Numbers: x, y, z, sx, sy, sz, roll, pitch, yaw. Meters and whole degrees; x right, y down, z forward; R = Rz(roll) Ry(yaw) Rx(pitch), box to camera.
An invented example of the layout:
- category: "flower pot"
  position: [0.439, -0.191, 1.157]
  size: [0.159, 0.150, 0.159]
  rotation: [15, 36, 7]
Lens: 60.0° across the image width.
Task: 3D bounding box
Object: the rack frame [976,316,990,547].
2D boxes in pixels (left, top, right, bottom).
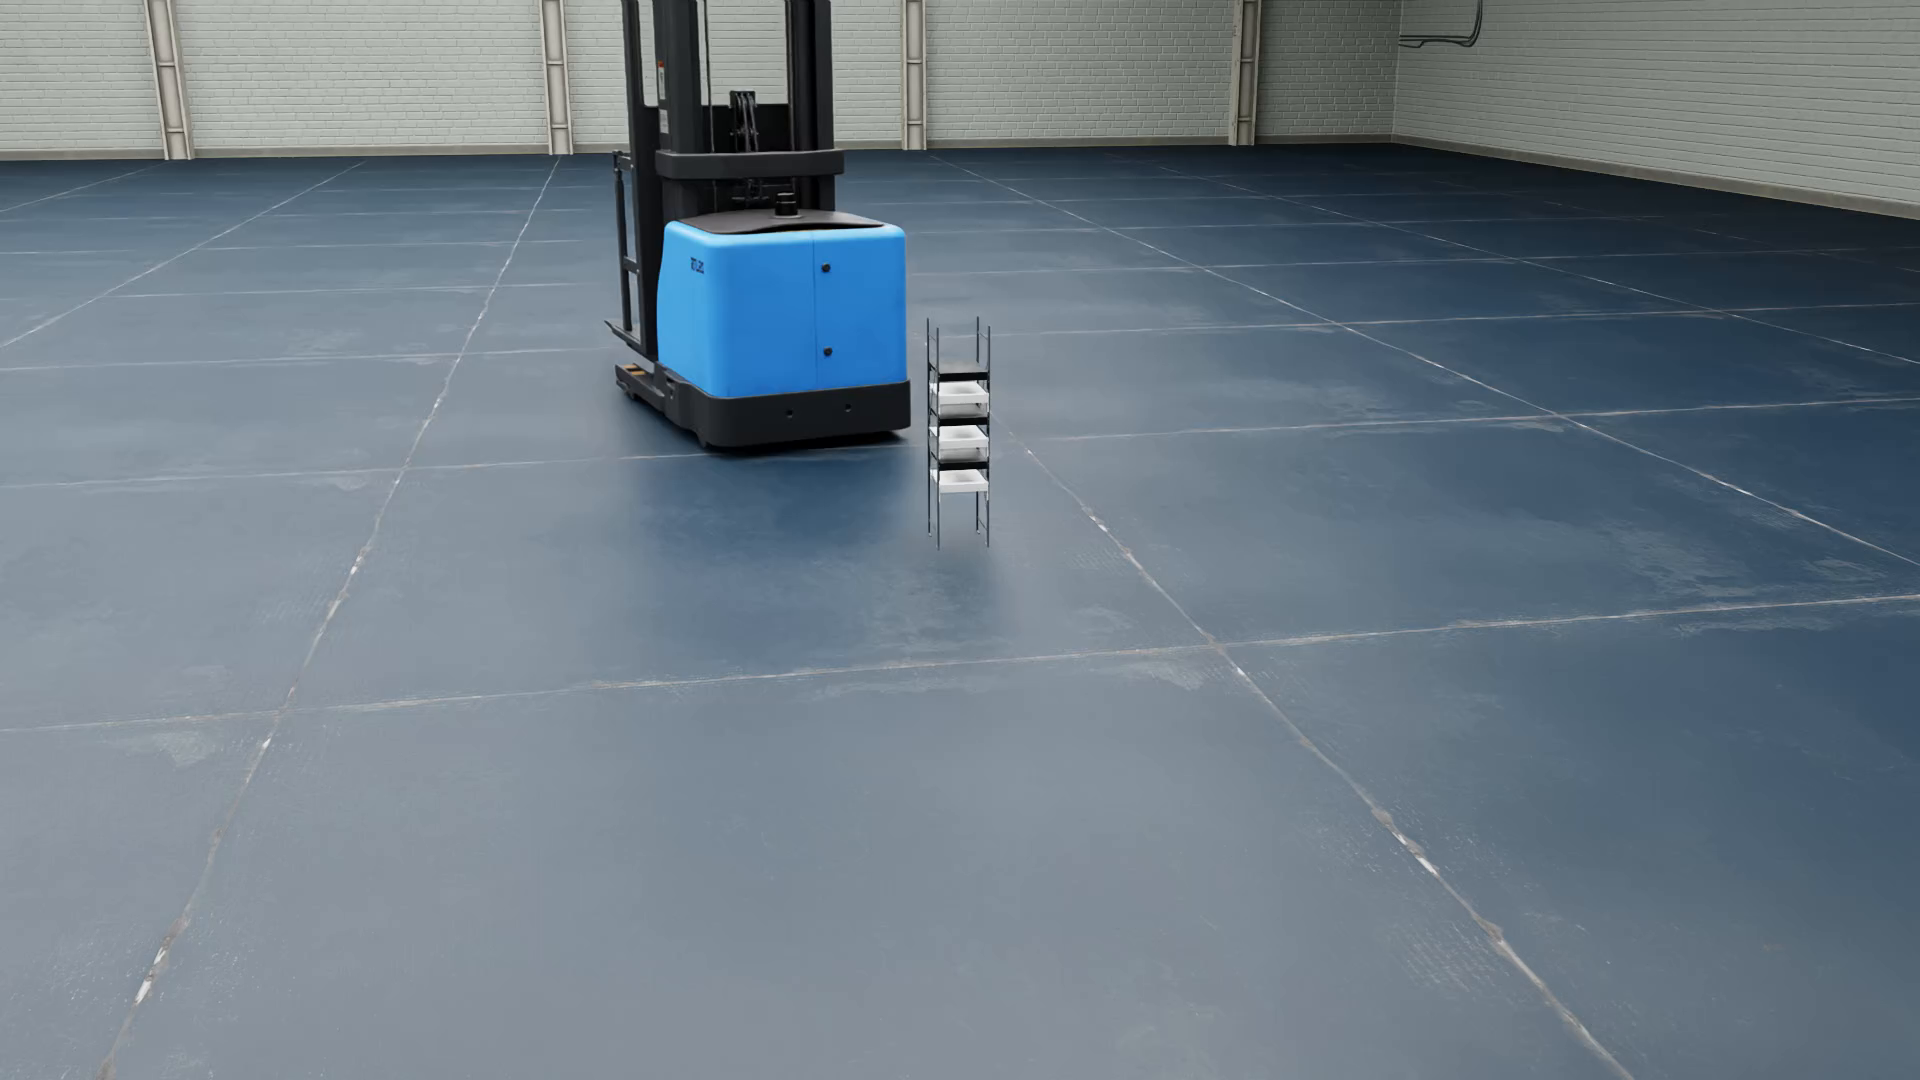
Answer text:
- category: "rack frame"
  position: [0.092, -0.435, 6.697]
  size: [0.006, 0.900, 0.240]
  rotation: [-3, 17, -10]

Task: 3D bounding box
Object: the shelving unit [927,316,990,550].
- category: "shelving unit"
  position: [-0.008, -0.430, 6.678]
  size: [0.210, 0.900, 0.258]
  rotation: [-3, 17, -10]

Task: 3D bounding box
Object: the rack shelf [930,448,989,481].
- category: "rack shelf"
  position: [-0.008, -0.312, 6.714]
  size: [0.200, 0.077, 0.258]
  rotation: [-3, 17, -10]

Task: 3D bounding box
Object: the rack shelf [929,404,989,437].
- category: "rack shelf"
  position: [-0.008, -0.484, 6.662]
  size: [0.200, 0.077, 0.258]
  rotation: [-3, 17, -10]

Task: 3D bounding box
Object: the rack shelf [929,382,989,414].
- category: "rack shelf"
  position: [-0.008, -0.570, 6.635]
  size: [0.200, 0.077, 0.258]
  rotation: [-3, 17, -10]

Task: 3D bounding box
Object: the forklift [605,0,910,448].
- category: "forklift"
  position: [-1.330, -2.239, 9.108]
  size: [1.130, 2.935, 3.031]
  rotation: [-8, 19, -24]

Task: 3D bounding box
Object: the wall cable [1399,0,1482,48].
- category: "wall cable"
  position: [8.233, -9.755, 28.533]
  size: [0.112, 2.526, 3.097]
  rotation: [-3, 17, -10]

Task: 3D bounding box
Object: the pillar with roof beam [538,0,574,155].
- category: "pillar with roof beam"
  position: [-5.876, -9.547, 22.567]
  size: [0.400, 9.000, 9.100]
  rotation: [-3, 17, -10]

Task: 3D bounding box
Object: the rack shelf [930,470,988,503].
- category: "rack shelf"
  position: [-0.008, -0.226, 6.741]
  size: [0.200, 0.077, 0.258]
  rotation: [-3, 17, -10]

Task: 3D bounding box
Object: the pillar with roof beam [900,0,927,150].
- category: "pillar with roof beam"
  position: [0.015, -9.881, 23.655]
  size: [0.400, 9.000, 9.100]
  rotation: [-3, 17, -10]

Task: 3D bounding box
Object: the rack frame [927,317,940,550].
- category: "rack frame"
  position: [-0.108, -0.424, 6.660]
  size: [0.006, 0.900, 0.240]
  rotation: [-3, 17, -10]

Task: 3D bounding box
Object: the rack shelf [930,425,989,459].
- category: "rack shelf"
  position: [-0.008, -0.398, 6.688]
  size: [0.200, 0.077, 0.258]
  rotation: [-3, 17, -10]

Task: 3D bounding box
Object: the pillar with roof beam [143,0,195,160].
- category: "pillar with roof beam"
  position: [-11.767, -9.212, 21.479]
  size: [0.400, 9.000, 9.100]
  rotation: [-3, 17, -10]

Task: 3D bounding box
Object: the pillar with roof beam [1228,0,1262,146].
- category: "pillar with roof beam"
  position: [5.906, -10.215, 24.743]
  size: [0.400, 9.000, 9.100]
  rotation: [-3, 17, -10]

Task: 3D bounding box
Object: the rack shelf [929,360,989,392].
- category: "rack shelf"
  position: [-0.008, -0.656, 6.609]
  size: [0.200, 0.077, 0.258]
  rotation: [-3, 17, -10]
